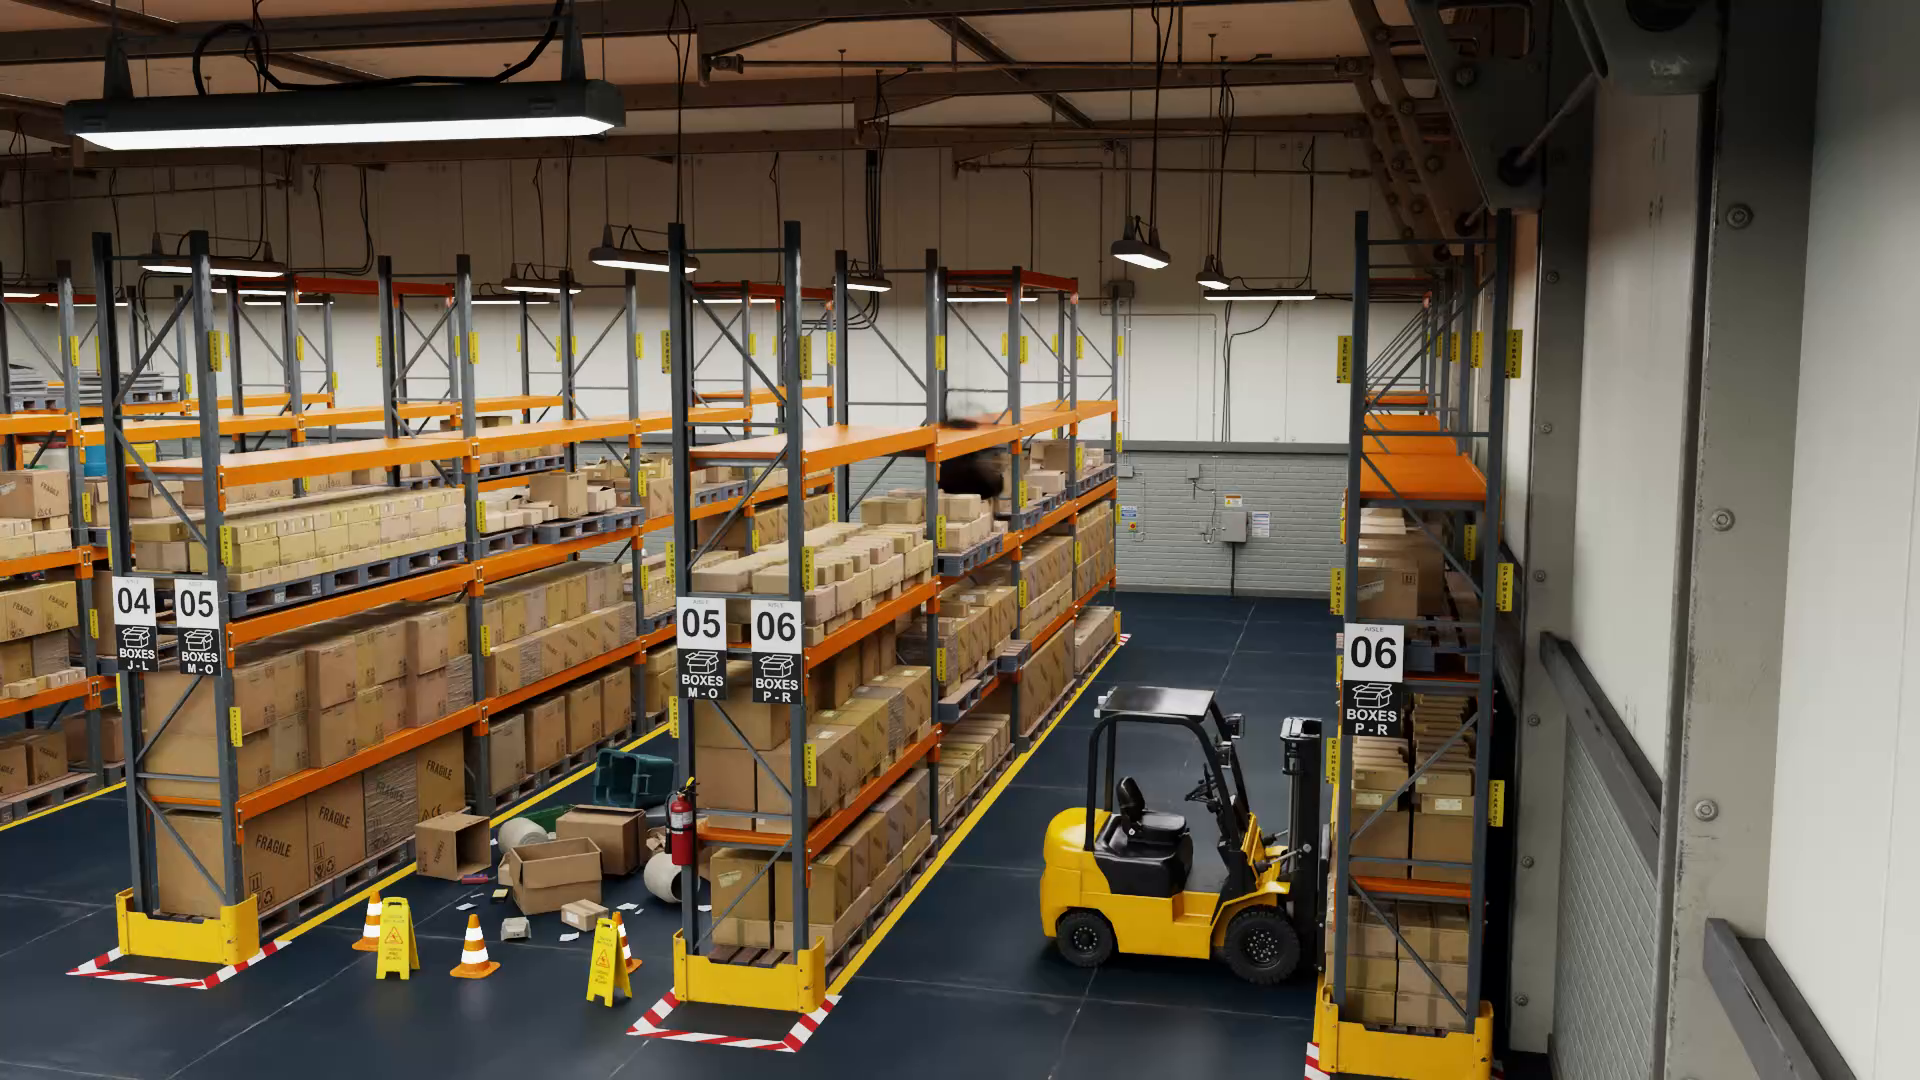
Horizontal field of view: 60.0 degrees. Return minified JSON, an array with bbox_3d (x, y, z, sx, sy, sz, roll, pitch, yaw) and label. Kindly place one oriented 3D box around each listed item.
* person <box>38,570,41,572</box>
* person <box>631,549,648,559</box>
[{"bbox_3d":[-15.838,0.828,28.971,0.616,1.660,0.554,0,7,1],"label":"person"},{"bbox_3d":[-5.104,0.999,26.951,0.672,1.736,0.838,3,7,21],"label":"person"}]
